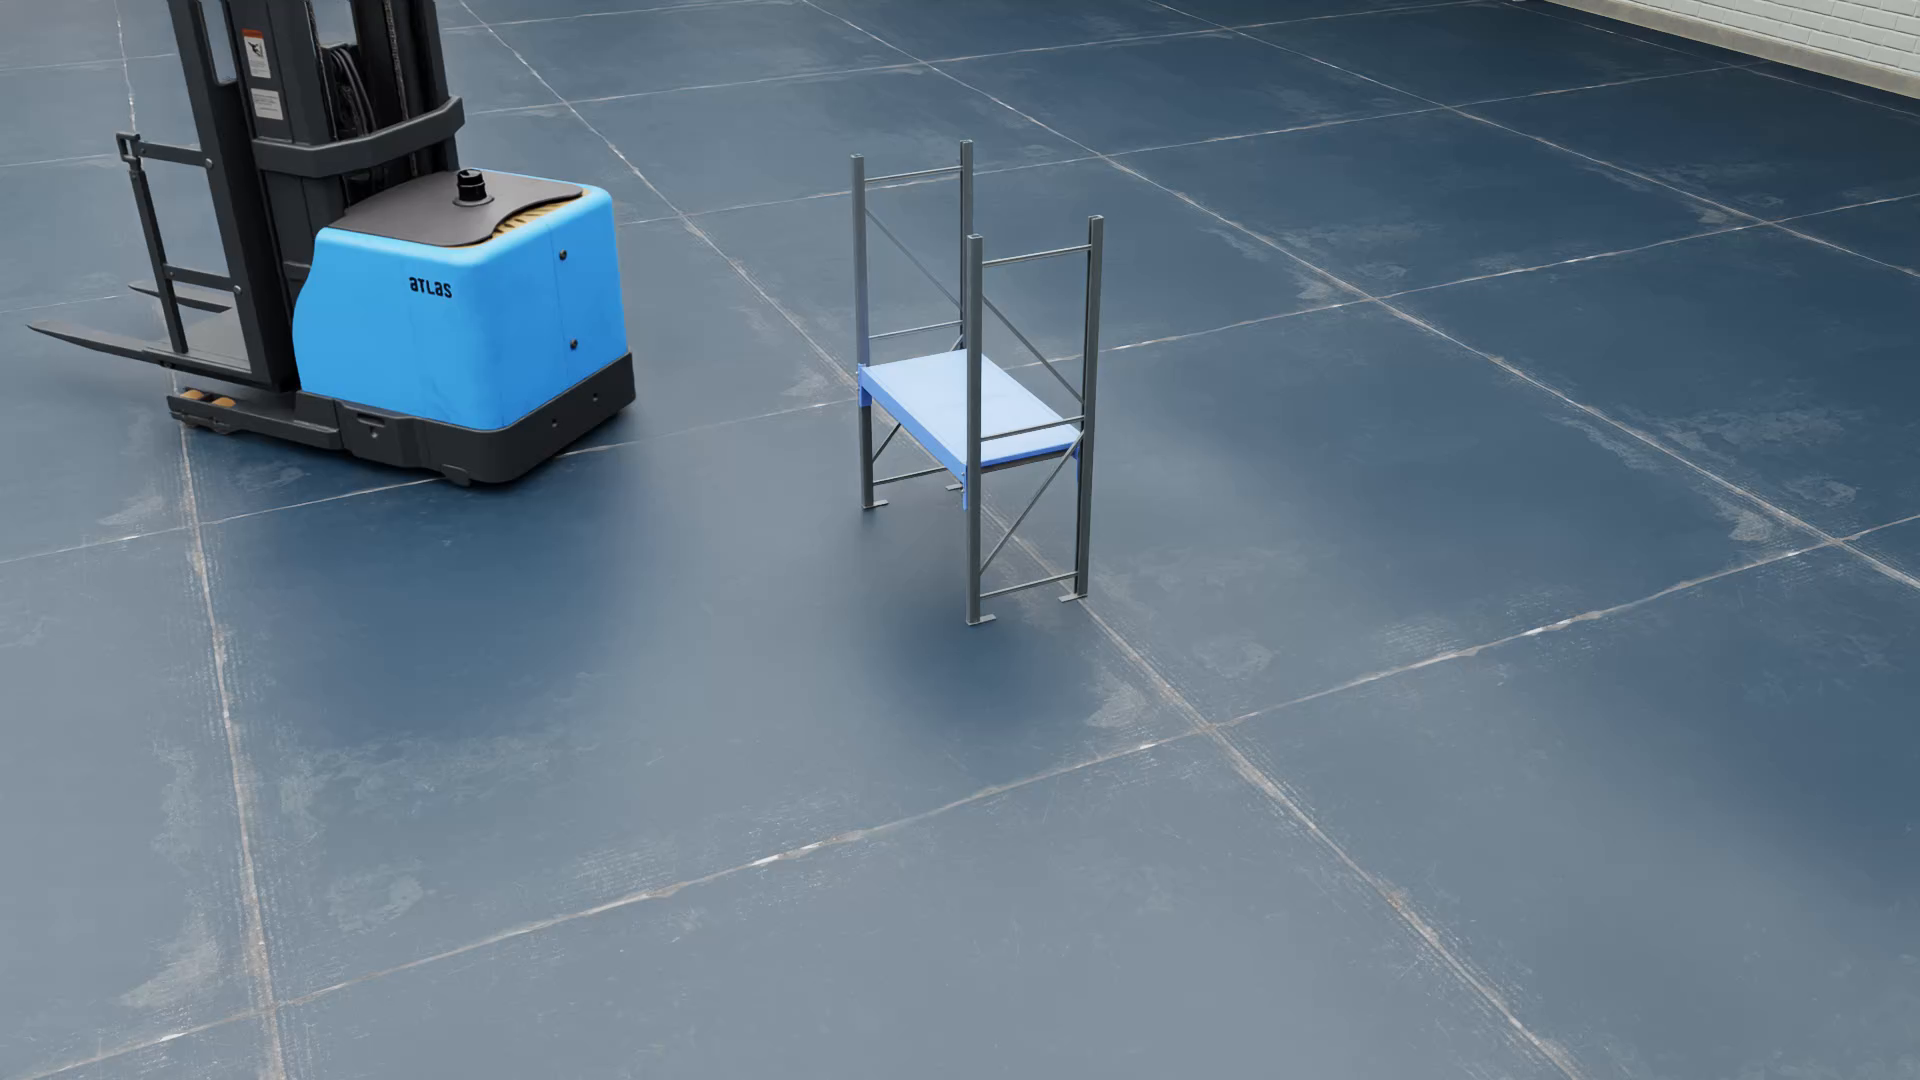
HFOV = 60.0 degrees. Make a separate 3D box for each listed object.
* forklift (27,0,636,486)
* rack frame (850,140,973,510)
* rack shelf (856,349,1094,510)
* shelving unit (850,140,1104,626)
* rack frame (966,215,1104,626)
[{"bbox_3d":[-3.079,-1.981,7.286,3.031,2.935,1.130,13,32,21],"label":"forklift"},{"bbox_3d":[-0.182,-0.841,6.716,0.500,1.500,0.032,-13,32,-22],"label":"rack frame"},{"bbox_3d":[0.037,-0.460,6.404,0.538,0.185,1.000,-13,32,-22],"label":"rack shelf"},{"bbox_3d":[0.037,-0.616,6.316,0.538,1.500,1.048,-13,32,-22],"label":"shelving unit"},{"bbox_3d":[0.255,-0.392,5.916,0.500,1.500,0.032,-13,32,-22],"label":"rack frame"}]
